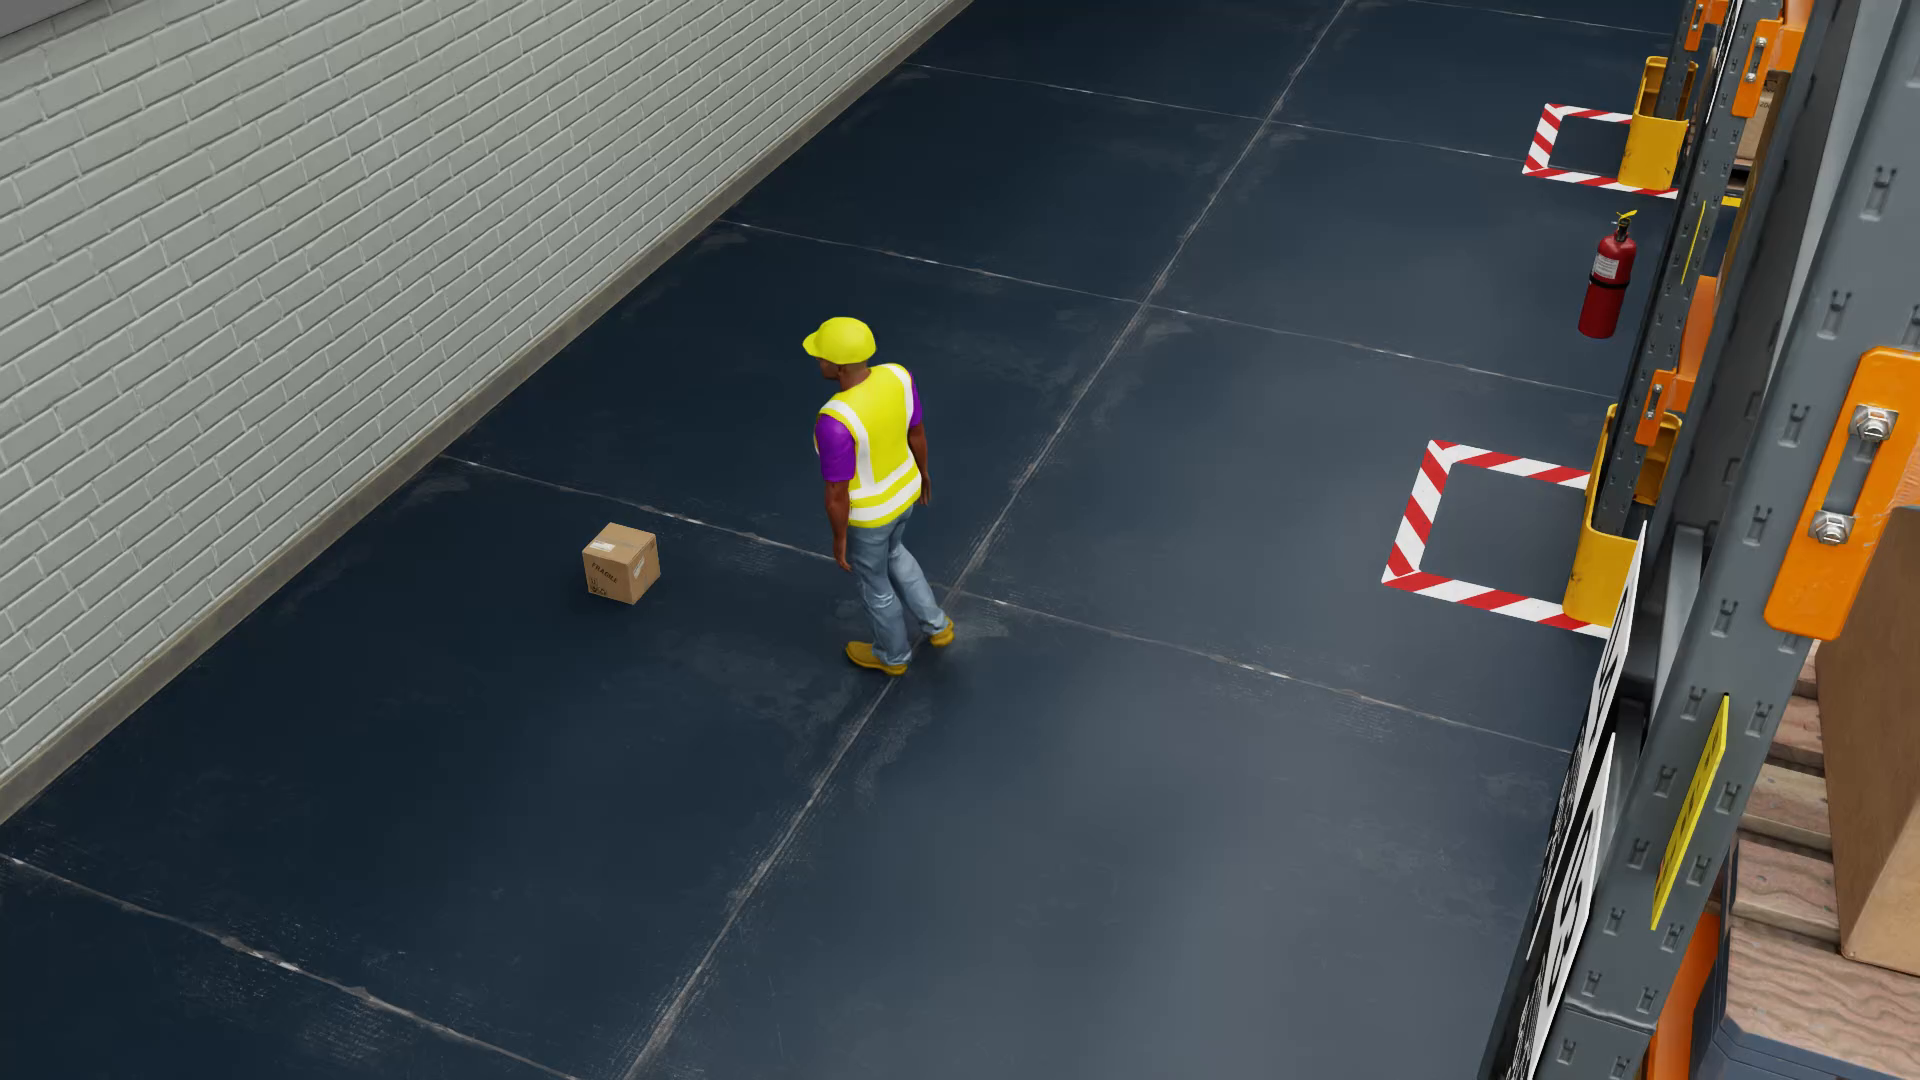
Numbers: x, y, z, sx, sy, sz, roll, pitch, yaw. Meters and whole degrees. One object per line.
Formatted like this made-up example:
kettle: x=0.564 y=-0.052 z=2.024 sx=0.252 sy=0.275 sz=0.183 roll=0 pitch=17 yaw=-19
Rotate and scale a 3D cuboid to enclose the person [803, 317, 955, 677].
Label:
person: x=-0.330 y=-0.142 z=6.982 sx=0.566 sy=1.760 sz=0.614 roll=23 pitch=43 yaw=27
